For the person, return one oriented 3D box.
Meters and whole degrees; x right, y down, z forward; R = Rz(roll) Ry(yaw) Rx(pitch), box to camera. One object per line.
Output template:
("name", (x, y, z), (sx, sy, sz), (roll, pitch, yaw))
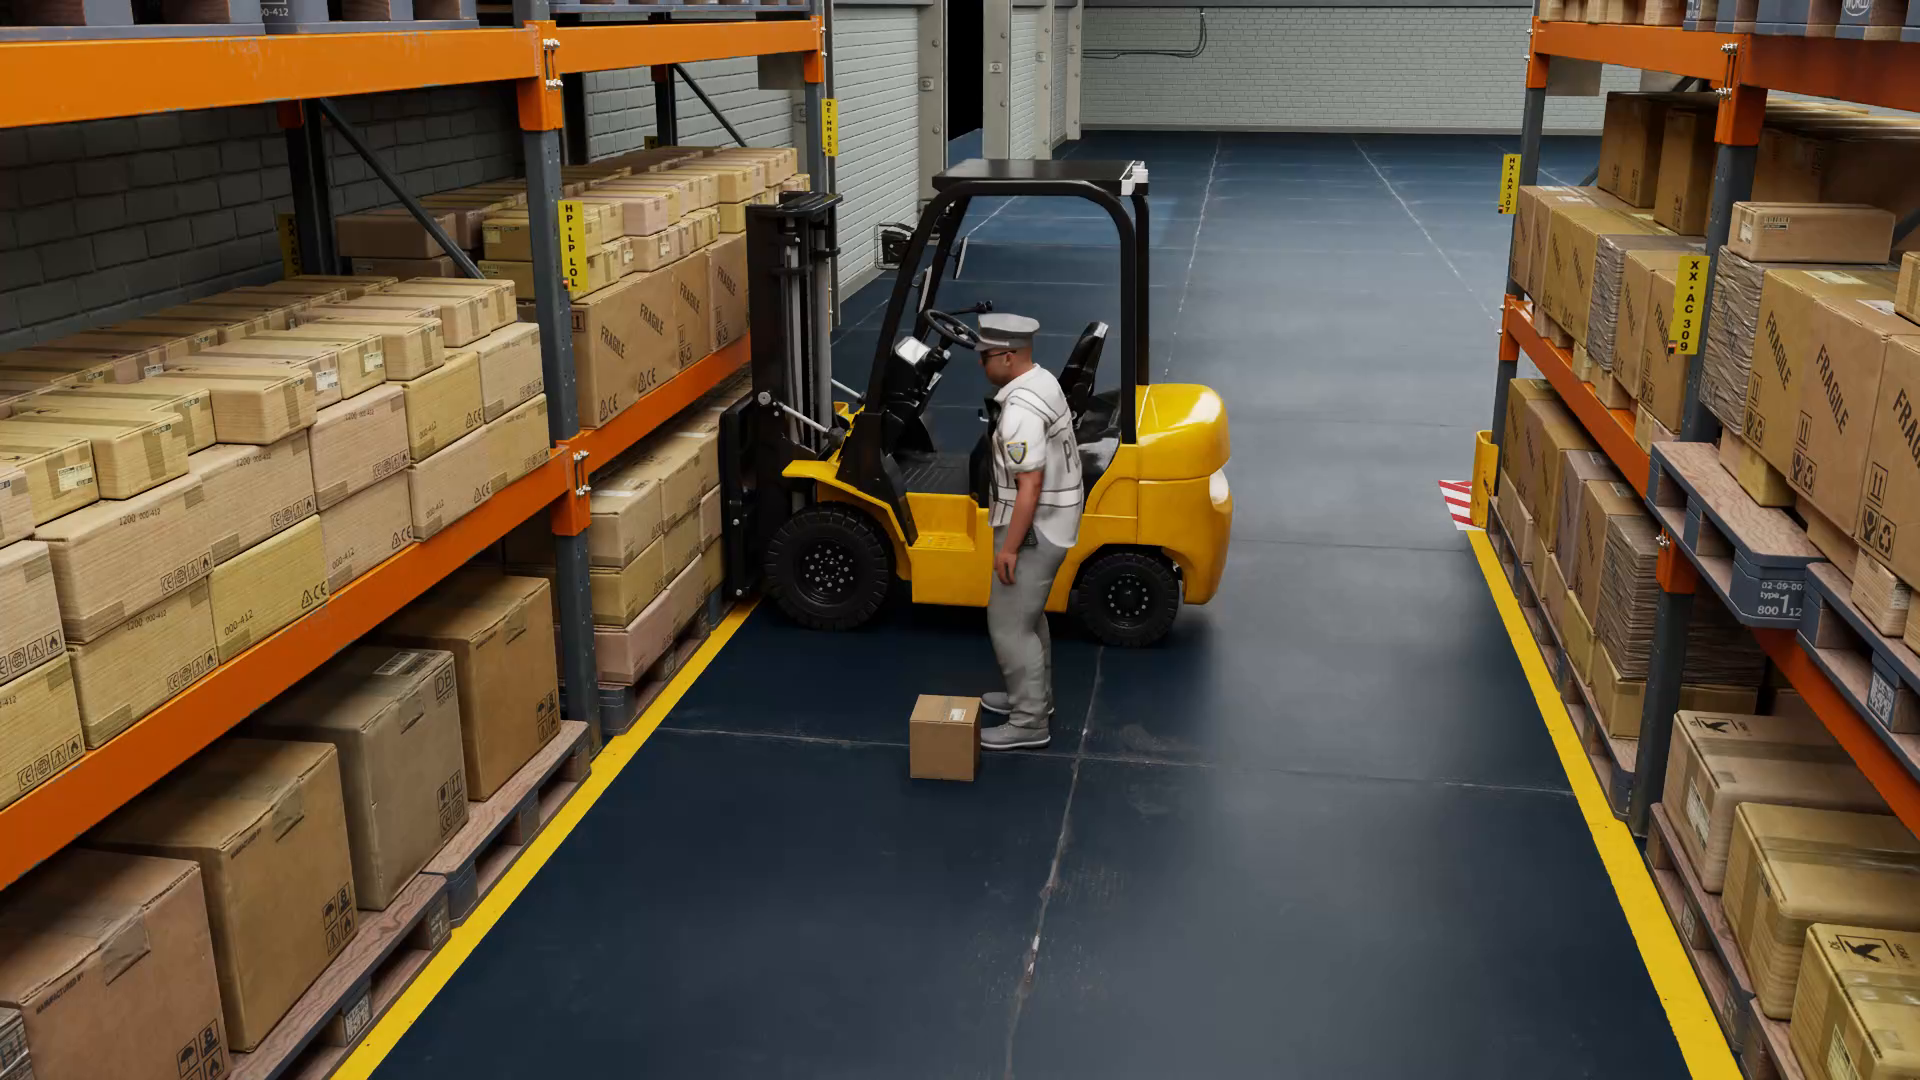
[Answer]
("person", (0.268, -0.035, 6.651), (0.439, 1.747, 0.585), (3, 18, 9))
